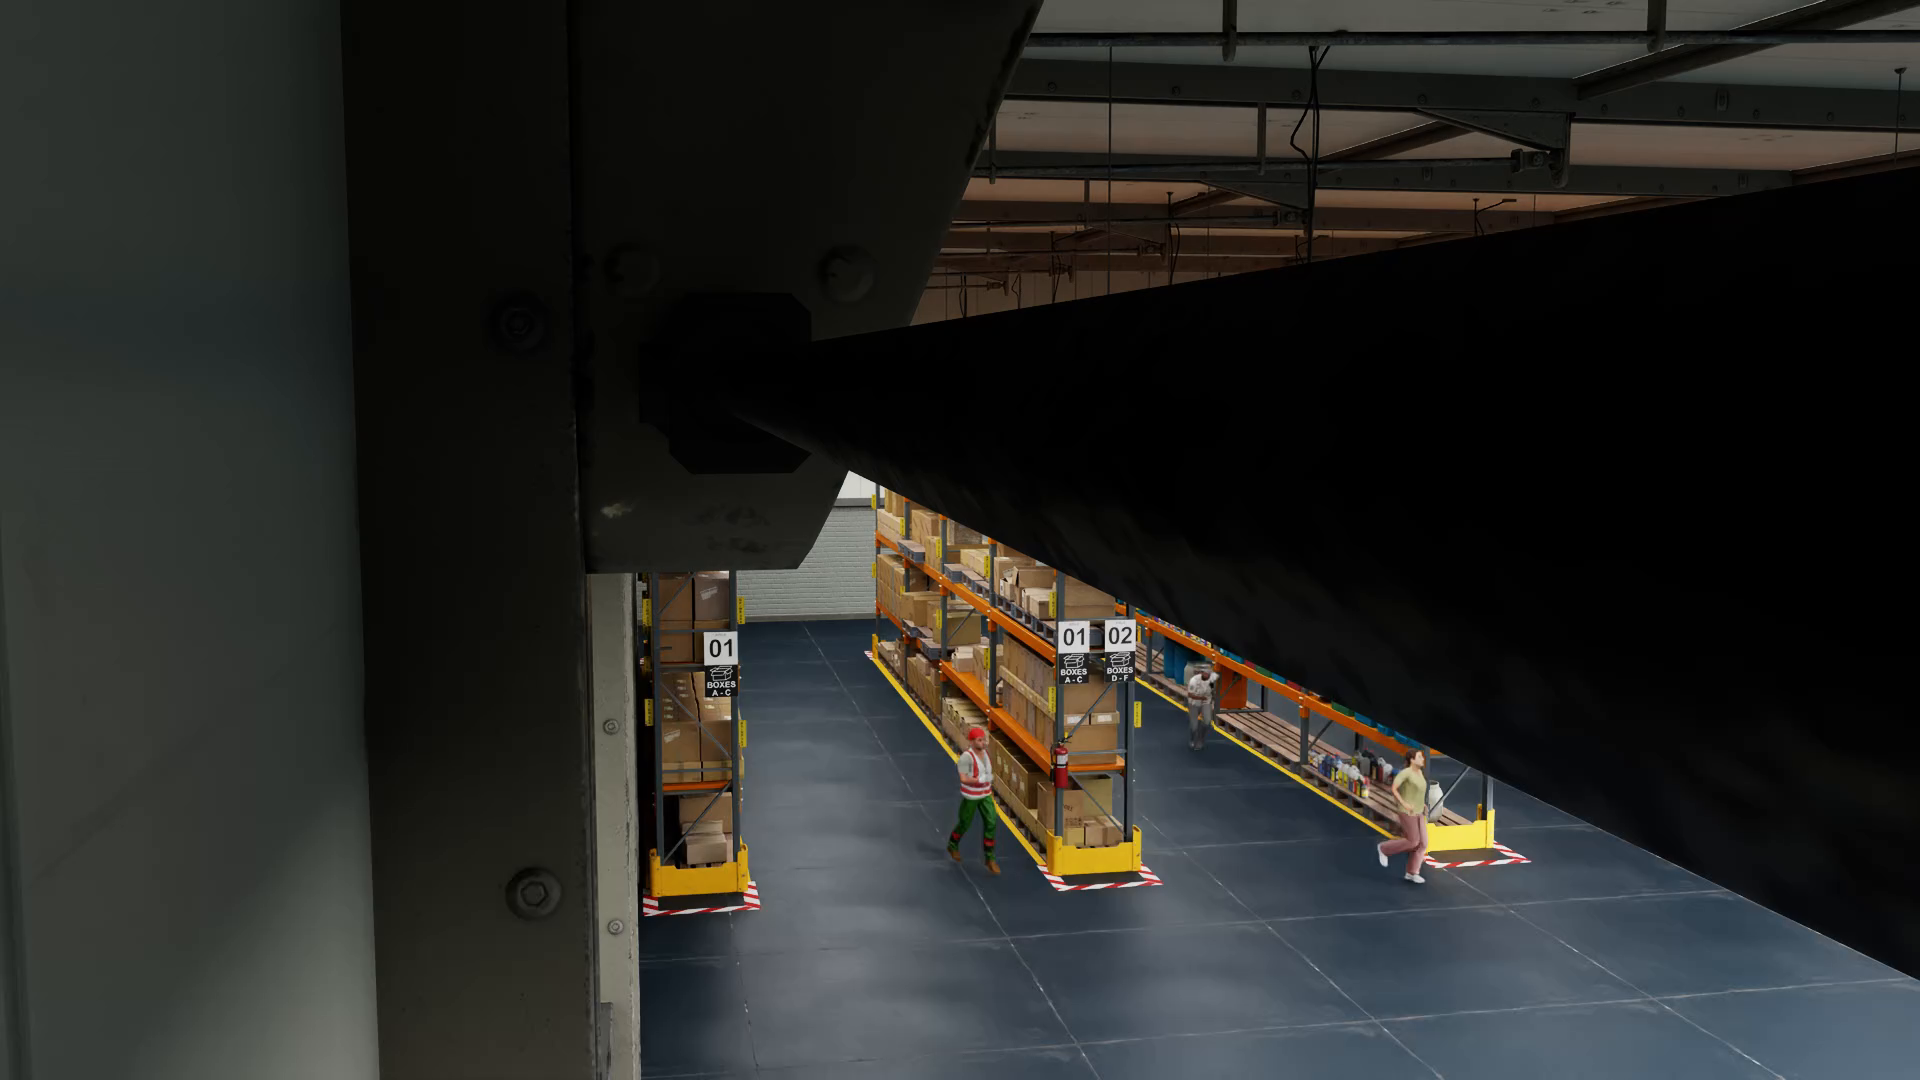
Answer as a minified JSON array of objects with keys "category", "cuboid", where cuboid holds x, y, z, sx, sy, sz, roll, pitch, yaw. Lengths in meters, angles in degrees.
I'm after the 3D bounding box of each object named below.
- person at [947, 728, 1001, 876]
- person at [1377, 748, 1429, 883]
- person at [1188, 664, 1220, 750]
[{"category":"person","cuboid":[0.181,3.261,21.044,0.652,1.825,0.904,-5,8,-39]},{"category":"person","cuboid":[5.646,3.397,20.787,0.625,1.603,0.707,-5,8,-43]},{"category":"person","cuboid":[4.029,2.749,27.523,0.607,1.505,0.910,-1,6,-9]}]
